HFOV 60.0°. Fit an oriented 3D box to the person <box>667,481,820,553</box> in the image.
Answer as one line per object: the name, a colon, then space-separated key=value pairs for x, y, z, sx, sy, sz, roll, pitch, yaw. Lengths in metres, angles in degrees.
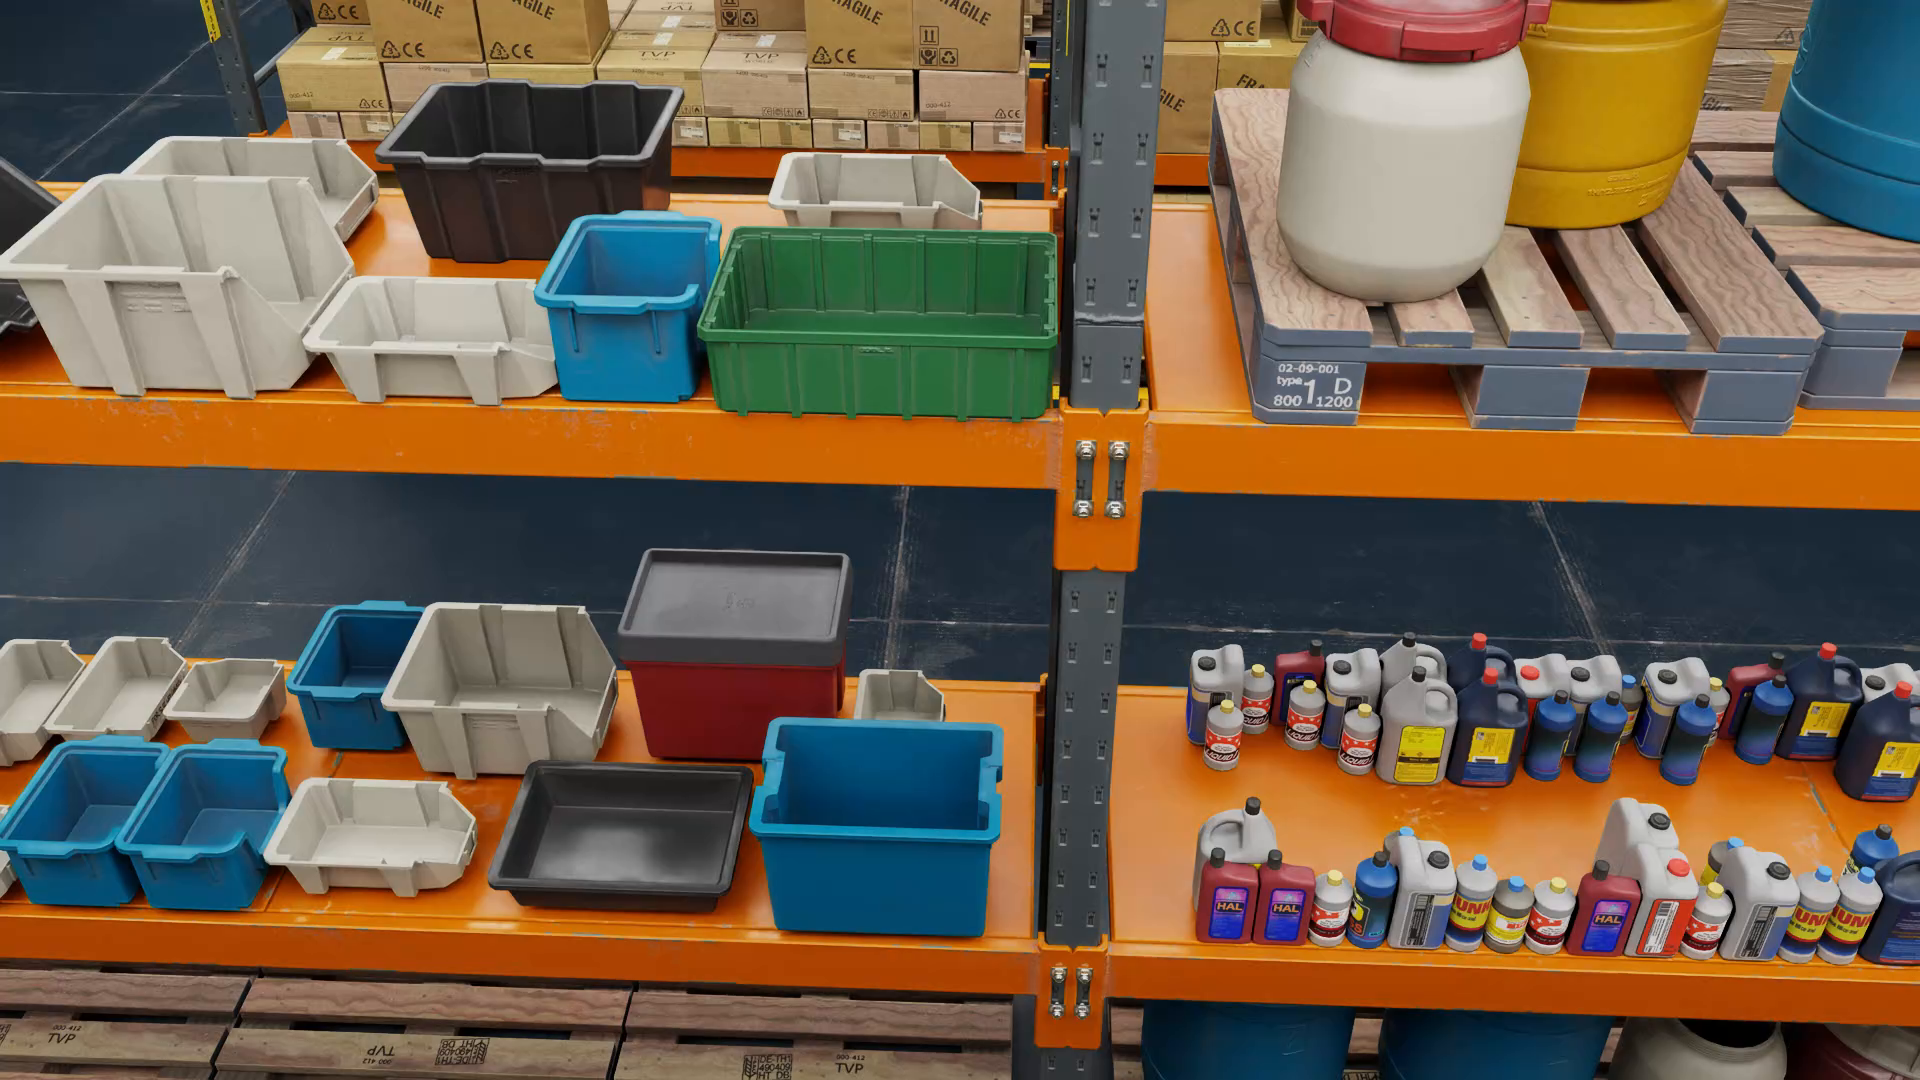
person: x=-0.702 y=0.401 z=5.610 sx=0.494 sy=1.720 sz=0.562 roll=1 pitch=35 yaw=1
